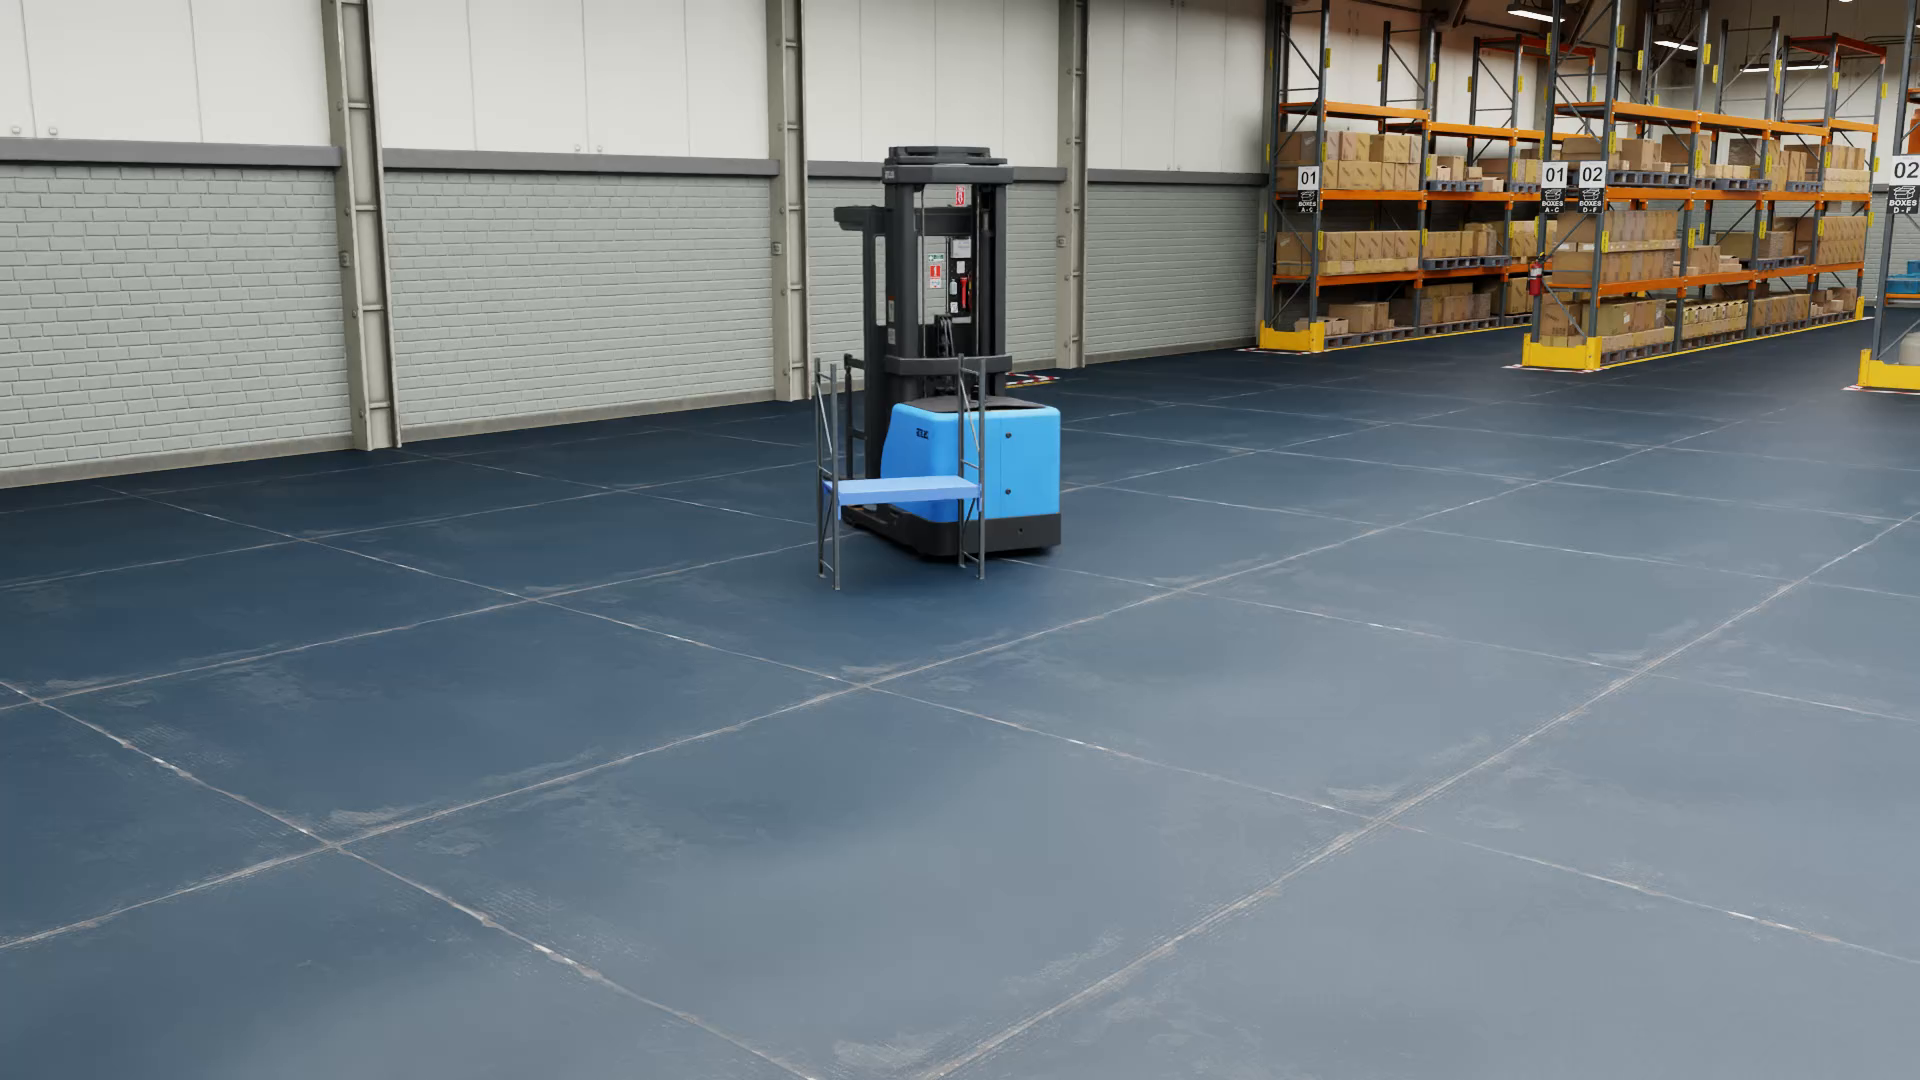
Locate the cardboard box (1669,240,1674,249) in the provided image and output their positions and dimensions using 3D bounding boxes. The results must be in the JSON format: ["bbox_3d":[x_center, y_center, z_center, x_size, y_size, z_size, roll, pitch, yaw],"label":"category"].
[{"bbox_3d":[12.074,-5.098,28.666,0.380,0.149,0.250,9,15,39],"label":"cardboard box"}]

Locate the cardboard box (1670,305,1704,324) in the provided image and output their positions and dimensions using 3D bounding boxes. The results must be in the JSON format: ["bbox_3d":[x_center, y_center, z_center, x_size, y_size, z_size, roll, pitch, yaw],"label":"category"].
[{"bbox_3d":[13.052,-4.069,29.941,0.500,0.311,0.500,10,15,40],"label":"cardboard box"}]

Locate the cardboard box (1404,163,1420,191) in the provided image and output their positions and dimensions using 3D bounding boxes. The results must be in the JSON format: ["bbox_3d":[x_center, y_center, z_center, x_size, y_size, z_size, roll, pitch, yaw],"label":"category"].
[{"bbox_3d":[8.385,-6.898,31.624,0.500,0.500,0.500,10,15,42],"label":"cardboard box"}]

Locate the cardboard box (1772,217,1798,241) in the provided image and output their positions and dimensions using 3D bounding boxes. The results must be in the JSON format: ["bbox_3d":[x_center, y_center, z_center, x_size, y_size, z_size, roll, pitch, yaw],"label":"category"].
[{"bbox_3d":[17.678,-6.659,35.584,0.500,0.500,0.500,10,15,41],"label":"cardboard box"}]

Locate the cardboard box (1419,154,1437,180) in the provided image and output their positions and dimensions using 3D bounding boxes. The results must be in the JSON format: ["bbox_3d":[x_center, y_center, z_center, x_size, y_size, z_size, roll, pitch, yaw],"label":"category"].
[{"bbox_3d":[8.955,-7.271,32.469,0.500,0.500,0.500,-9,15,-39],"label":"cardboard box"}]

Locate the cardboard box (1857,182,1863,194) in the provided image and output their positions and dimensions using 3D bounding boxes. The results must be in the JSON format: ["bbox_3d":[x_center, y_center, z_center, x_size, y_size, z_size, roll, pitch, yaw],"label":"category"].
[{"bbox_3d":[19.699,-7.816,36.909,0.500,0.250,0.500,10,15,40],"label":"cardboard box"}]

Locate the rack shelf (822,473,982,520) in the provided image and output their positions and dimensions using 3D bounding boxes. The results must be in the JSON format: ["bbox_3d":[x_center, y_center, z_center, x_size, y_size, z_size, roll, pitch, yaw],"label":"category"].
[{"bbox_3d":[-0.406,-0.303,11.317,1.000,0.185,0.538,-4,12,-18],"label":"rack shelf"}]

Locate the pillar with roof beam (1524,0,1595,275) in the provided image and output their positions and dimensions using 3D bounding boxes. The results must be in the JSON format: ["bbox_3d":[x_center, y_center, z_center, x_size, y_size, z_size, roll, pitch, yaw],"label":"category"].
[{"bbox_3d":[16.861,-9.252,36.057,9.100,9.000,0.548,10,15,40],"label":"pillar with roof beam"}]

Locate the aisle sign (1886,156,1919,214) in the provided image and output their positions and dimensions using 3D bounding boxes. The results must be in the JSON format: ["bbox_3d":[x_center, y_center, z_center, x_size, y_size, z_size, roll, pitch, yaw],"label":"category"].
[{"bbox_3d":[13.065,-4.908,22.988,0.394,0.787,0.004,10,15,40],"label":"aisle sign"}]

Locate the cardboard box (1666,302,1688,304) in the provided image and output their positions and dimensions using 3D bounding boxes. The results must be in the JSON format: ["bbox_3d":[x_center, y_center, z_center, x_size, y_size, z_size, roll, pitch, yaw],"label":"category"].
[{"bbox_3d":[13.314,-4.288,31.037,0.500,0.311,0.500,10,15,40],"label":"cardboard box"}]

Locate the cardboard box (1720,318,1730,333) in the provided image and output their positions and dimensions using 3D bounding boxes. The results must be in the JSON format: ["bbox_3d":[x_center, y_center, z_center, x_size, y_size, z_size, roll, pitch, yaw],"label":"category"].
[{"bbox_3d":[14.062,-4.022,31.138,0.500,0.250,0.500,10,15,42],"label":"cardboard box"}]

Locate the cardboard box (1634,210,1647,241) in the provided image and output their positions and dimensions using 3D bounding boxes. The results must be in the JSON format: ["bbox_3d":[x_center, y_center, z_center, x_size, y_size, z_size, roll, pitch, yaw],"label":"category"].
[{"bbox_3d":[10.976,-5.232,27.682,0.700,0.500,0.500,10,15,40],"label":"cardboard box"}]

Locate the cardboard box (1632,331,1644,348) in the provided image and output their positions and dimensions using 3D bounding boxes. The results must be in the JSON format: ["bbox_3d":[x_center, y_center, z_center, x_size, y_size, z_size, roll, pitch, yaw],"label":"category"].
[{"bbox_3d":[11.130,-3.374,27.896,0.500,0.250,0.500,10,15,40],"label":"cardboard box"}]

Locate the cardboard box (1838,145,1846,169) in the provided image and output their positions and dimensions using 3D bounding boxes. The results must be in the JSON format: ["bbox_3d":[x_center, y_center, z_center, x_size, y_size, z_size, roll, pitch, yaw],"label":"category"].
[{"bbox_3d":[18.593,-8.228,35.782,0.700,0.500,0.500,10,15,40],"label":"cardboard box"}]

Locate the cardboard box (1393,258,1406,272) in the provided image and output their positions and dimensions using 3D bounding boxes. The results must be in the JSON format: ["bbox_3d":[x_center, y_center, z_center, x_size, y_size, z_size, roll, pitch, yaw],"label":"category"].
[{"bbox_3d":[8.114,-5.230,31.569,0.500,0.250,0.500,10,15,41],"label":"cardboard box"}]

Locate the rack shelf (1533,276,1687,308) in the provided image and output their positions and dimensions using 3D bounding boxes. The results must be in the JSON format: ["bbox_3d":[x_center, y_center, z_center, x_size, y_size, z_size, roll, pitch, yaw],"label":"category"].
[{"bbox_3d":[10.937,-4.188,27.856,1.077,0.370,4.000,10,15,40],"label":"rack shelf"}]

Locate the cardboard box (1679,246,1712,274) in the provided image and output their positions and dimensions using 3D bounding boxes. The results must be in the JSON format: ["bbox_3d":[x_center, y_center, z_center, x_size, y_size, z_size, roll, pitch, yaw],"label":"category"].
[{"bbox_3d":[13.455,-5.146,30.561,0.500,0.500,0.500,10,15,40],"label":"cardboard box"}]

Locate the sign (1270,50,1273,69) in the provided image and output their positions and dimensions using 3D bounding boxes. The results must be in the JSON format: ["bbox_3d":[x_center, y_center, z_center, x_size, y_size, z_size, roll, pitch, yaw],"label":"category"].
[{"bbox_3d":[5.490,-8.439,29.196,0.100,0.325,0.005,10,15,40],"label":"sign"}]

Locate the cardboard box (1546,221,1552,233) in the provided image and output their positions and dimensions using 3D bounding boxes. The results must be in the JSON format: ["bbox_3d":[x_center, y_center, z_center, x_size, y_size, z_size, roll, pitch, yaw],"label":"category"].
[{"bbox_3d":[12.681,-6.898,36.610,0.500,0.250,0.500,9,15,39],"label":"cardboard box"}]

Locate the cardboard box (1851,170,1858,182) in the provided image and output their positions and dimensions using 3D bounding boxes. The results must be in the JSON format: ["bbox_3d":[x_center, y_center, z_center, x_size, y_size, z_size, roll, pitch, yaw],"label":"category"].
[{"bbox_3d":[19.369,-7.988,36.493,0.500,0.250,0.500,10,15,40],"label":"cardboard box"}]

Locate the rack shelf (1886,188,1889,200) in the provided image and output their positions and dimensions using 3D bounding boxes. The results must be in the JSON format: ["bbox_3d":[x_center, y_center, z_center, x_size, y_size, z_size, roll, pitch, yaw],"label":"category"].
[{"bbox_3d":[14.656,-5.018,24.353,1.077,0.370,4.000,10,15,40],"label":"rack shelf"}]

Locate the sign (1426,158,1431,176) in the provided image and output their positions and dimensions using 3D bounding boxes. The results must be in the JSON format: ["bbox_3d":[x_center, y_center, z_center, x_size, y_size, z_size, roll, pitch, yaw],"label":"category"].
[{"bbox_3d":[8.947,-7.130,31.773,0.100,0.325,0.005,10,15,40],"label":"sign"}]

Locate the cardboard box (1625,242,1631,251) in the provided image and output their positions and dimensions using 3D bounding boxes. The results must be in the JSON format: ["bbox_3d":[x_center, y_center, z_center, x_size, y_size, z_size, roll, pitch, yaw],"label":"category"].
[{"bbox_3d":[10.718,-4.795,27.150,0.380,0.149,0.250,9,14,38],"label":"cardboard box"}]

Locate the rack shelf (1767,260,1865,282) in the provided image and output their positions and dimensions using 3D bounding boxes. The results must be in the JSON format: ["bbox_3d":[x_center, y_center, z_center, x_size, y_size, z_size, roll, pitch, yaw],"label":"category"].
[{"bbox_3d":[18.859,-5.953,36.696,1.077,0.370,4.000,10,15,40],"label":"rack shelf"}]

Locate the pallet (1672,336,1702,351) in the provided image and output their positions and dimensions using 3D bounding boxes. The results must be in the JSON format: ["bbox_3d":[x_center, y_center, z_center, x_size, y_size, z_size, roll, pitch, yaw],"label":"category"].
[{"bbox_3d":[12.715,-3.581,30.100,1.003,0.211,1.213,10,15,40],"label":"pallet"}]

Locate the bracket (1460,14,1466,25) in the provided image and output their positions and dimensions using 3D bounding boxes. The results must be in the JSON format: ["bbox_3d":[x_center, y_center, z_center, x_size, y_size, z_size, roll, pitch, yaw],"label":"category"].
[{"bbox_3d":[10.207,-10.706,34.148,0.235,0.232,0.430,10,15,40],"label":"bracket"}]

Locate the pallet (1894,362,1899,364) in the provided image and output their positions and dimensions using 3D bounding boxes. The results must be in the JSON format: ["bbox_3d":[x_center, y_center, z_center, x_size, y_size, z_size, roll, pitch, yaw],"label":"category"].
[{"bbox_3d":[14.696,-2.553,24.952,1.003,0.211,1.213,10,15,40],"label":"pallet"}]

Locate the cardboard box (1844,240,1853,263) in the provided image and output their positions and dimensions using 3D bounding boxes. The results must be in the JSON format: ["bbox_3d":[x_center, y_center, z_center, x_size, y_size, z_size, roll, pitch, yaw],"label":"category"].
[{"bbox_3d":[19.414,-6.399,36.834,0.500,0.500,0.500,10,15,41],"label":"cardboard box"}]

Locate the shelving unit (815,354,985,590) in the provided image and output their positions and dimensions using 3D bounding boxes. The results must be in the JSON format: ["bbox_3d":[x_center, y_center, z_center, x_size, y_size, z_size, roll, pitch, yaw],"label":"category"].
[{"bbox_3d":[-0.406,-0.479,11.282,1.048,1.500,0.538,-4,12,-18],"label":"shelving unit"}]

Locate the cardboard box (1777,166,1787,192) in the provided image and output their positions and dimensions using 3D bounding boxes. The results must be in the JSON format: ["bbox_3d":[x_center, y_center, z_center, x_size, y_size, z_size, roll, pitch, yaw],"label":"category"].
[{"bbox_3d":[15.841,-7.163,33.004,0.910,0.500,0.500,10,15,40],"label":"cardboard box"}]

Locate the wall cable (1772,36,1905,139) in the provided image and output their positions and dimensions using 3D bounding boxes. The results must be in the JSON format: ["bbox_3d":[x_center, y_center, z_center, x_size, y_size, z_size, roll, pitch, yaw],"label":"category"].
[{"bbox_3d":[22.489,-11.572,42.708,3.097,2.526,0.112,10,15,40],"label":"wall cable"}]

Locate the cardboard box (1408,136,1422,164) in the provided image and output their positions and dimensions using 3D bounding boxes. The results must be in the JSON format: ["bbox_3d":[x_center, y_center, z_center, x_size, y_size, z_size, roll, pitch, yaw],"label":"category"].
[{"bbox_3d":[8.407,-7.386,31.515,0.500,0.500,0.500,8,14,36],"label":"cardboard box"}]

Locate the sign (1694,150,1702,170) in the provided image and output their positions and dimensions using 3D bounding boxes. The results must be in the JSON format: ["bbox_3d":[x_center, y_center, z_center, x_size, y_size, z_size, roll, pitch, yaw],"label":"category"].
[{"bbox_3d":[12.675,-6.527,28.549,0.100,0.325,0.005,10,15,40],"label":"sign"}]

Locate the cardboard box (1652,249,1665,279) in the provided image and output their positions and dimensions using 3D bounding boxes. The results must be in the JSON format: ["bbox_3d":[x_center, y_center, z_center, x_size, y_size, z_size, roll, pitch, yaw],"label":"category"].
[{"bbox_3d":[11.626,-4.739,28.526,0.700,0.500,0.500,10,15,40],"label":"cardboard box"}]

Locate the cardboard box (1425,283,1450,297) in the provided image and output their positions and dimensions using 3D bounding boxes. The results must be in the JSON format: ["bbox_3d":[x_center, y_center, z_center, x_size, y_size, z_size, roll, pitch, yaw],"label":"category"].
[{"bbox_3d":[9.636,-5.085,33.857,0.500,0.250,0.500,9,15,39],"label":"cardboard box"}]

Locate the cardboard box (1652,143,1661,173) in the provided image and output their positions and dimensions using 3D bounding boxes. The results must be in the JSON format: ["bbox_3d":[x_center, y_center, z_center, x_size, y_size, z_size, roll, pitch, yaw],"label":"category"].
[{"bbox_3d":[11.727,-6.589,28.700,0.500,0.500,0.500,-11,15,-43],"label":"cardboard box"}]

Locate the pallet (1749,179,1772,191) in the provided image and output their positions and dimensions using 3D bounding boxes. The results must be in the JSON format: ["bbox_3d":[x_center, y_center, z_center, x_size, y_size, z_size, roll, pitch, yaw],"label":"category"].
[{"bbox_3d":[14.517,-6.690,31.373,1.213,0.211,1.003,11,16,43],"label":"pallet"}]

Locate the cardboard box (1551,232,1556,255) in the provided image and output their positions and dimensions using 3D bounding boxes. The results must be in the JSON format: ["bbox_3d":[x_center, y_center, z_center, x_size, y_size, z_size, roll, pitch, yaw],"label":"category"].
[{"bbox_3d":[13.032,-6.607,37.065,0.500,0.500,0.500,10,15,40],"label":"cardboard box"}]

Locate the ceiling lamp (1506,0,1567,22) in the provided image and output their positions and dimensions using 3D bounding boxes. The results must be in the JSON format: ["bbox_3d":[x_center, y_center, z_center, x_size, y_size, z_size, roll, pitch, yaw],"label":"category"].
[{"bbox_3d":[10.553,-10.896,29.388,0.800,3.185,2.000,10,15,40],"label":"ceiling lamp"}]

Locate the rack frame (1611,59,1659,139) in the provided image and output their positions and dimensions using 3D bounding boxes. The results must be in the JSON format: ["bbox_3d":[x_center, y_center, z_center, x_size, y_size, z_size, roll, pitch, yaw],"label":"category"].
[{"bbox_3d":[16.455,-10.182,40.715,1.000,3.000,0.127,10,15,40],"label":"rack frame"}]

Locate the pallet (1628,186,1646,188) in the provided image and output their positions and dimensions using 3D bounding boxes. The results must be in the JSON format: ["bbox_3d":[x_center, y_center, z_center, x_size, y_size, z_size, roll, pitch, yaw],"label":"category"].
[{"bbox_3d":[15.973,-8.557,40.464,1.003,0.211,1.213,10,15,40],"label":"pallet"}]

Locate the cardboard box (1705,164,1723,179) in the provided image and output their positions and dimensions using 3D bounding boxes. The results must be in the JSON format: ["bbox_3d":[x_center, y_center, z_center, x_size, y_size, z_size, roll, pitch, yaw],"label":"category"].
[{"bbox_3d":[13.566,-6.711,30.308,0.500,0.250,0.500,8,14,36],"label":"cardboard box"}]

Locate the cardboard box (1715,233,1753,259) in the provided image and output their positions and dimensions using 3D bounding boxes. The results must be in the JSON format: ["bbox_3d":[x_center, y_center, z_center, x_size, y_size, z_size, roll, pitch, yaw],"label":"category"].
[{"bbox_3d":[15.229,-5.785,32.692,0.700,0.500,0.500,4,12,21],"label":"cardboard box"}]

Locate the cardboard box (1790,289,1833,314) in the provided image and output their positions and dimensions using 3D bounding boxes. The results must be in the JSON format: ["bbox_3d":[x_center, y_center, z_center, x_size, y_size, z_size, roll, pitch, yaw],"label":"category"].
[{"bbox_3d":[18.775,-5.280,36.741,0.797,0.503,0.637,10,15,40],"label":"cardboard box"}]

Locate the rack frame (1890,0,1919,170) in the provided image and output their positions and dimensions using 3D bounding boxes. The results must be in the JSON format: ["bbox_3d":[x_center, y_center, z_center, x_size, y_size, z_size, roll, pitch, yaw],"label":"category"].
[{"bbox_3d":[13.335,-6.547,22.516,1.000,3.000,0.127,10,15,40],"label":"rack frame"}]

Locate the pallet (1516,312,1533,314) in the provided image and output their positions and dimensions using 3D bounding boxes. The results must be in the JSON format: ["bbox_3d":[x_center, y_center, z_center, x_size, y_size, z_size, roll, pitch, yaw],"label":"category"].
[{"bbox_3d":[12.557,-4.981,37.109,1.003,0.211,1.213,10,15,40],"label":"pallet"}]

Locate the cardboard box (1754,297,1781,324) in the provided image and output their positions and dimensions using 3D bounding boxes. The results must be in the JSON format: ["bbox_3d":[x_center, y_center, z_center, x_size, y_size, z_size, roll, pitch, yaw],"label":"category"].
[{"bbox_3d":[16.089,-4.594,33.313,0.500,0.500,0.500,10,15,40],"label":"cardboard box"}]

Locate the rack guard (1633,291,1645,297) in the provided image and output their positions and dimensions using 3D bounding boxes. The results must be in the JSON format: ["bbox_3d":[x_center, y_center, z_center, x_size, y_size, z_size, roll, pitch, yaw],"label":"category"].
[{"bbox_3d":[16.471,-6.018,41.565,1.175,0.500,0.348,10,15,40],"label":"rack guard"}]

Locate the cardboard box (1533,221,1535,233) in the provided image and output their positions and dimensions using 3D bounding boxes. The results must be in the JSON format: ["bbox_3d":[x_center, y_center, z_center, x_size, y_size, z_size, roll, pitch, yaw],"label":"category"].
[{"bbox_3d":[12.349,-6.822,36.230,0.500,0.250,0.500,10,15,41],"label":"cardboard box"}]

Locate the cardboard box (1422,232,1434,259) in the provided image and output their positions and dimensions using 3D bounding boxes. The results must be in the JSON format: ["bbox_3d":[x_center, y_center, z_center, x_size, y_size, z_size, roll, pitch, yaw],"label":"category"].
[{"bbox_3d":[8.896,-5.810,32.763,0.700,0.500,0.500,10,15,41],"label":"cardboard box"}]

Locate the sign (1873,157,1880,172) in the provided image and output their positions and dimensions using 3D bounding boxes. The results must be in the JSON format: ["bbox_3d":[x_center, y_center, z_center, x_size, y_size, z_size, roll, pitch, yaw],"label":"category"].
[{"bbox_3d":[20.583,-8.431,37.344,0.100,0.325,0.005,10,15,40],"label":"sign"}]

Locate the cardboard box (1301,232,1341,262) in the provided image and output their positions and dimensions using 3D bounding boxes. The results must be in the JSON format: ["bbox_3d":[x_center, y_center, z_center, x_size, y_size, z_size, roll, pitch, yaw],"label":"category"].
[{"bbox_3d":[6.434,-5.222,29.613,0.500,0.500,0.500,10,15,40],"label":"cardboard box"}]

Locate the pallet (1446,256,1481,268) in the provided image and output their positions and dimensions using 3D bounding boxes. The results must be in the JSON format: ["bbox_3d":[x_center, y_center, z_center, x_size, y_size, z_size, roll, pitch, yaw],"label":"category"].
[{"bbox_3d":[9.898,-5.673,33.944,1.003,0.211,1.213,10,15,40],"label":"pallet"}]

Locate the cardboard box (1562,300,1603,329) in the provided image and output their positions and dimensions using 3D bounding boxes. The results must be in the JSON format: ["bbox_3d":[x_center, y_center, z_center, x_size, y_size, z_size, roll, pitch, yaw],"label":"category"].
[{"bbox_3d":[10.397,-3.738,27.801,0.500,0.500,0.500,10,15,40],"label":"cardboard box"}]

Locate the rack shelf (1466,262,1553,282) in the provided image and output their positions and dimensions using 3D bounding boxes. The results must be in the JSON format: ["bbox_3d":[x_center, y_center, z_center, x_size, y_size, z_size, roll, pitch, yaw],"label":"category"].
[{"bbox_3d":[12.495,-6.005,36.953,1.077,0.370,4.000,10,15,40],"label":"rack shelf"}]

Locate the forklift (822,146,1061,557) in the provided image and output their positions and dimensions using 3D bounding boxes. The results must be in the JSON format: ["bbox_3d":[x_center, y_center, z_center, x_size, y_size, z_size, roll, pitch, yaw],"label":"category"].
[{"bbox_3d":[-0.322,-1.560,13.039,1.130,2.935,3.031,-5,12,-24],"label":"forklift"}]

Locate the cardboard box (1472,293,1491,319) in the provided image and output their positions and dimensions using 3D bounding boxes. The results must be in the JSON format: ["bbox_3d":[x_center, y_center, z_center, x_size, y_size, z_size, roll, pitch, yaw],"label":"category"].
[{"bbox_3d":[10.738,-4.940,35.047,0.700,0.500,0.500,10,15,41],"label":"cardboard box"}]
